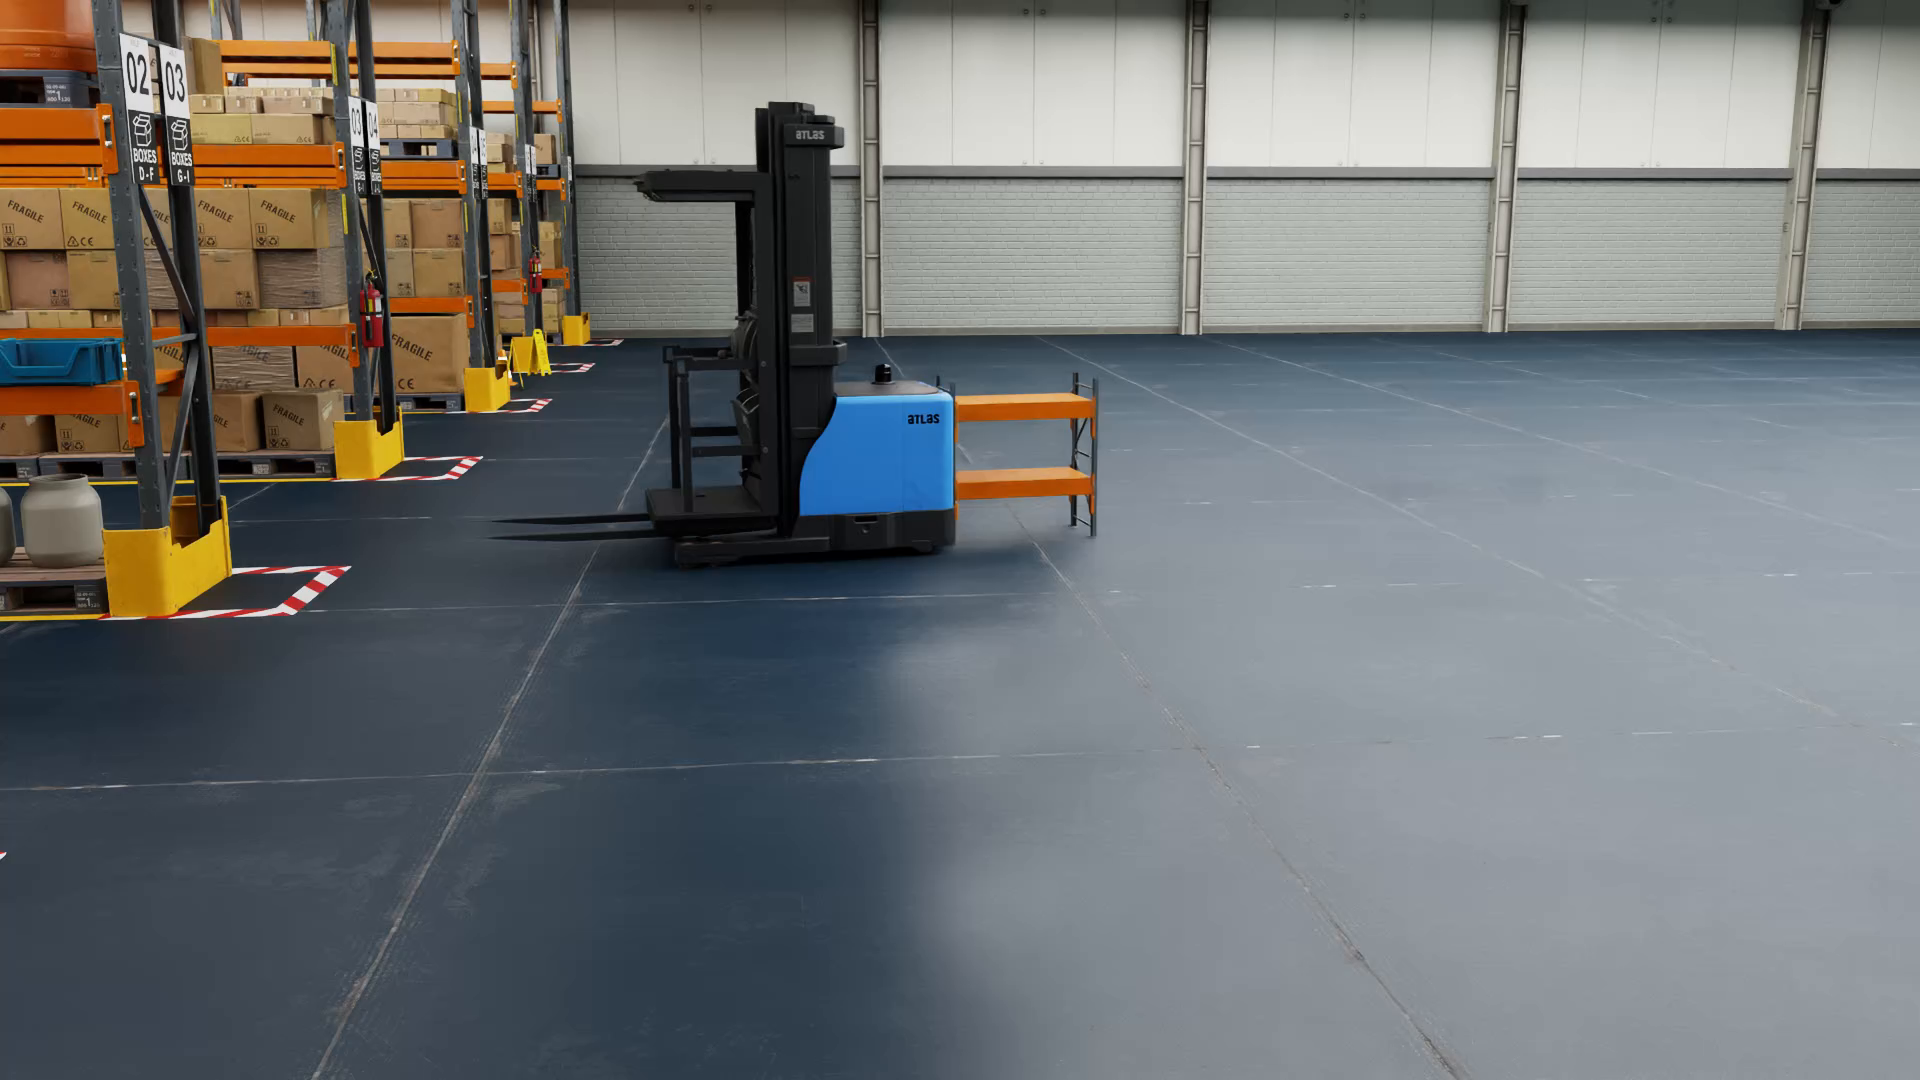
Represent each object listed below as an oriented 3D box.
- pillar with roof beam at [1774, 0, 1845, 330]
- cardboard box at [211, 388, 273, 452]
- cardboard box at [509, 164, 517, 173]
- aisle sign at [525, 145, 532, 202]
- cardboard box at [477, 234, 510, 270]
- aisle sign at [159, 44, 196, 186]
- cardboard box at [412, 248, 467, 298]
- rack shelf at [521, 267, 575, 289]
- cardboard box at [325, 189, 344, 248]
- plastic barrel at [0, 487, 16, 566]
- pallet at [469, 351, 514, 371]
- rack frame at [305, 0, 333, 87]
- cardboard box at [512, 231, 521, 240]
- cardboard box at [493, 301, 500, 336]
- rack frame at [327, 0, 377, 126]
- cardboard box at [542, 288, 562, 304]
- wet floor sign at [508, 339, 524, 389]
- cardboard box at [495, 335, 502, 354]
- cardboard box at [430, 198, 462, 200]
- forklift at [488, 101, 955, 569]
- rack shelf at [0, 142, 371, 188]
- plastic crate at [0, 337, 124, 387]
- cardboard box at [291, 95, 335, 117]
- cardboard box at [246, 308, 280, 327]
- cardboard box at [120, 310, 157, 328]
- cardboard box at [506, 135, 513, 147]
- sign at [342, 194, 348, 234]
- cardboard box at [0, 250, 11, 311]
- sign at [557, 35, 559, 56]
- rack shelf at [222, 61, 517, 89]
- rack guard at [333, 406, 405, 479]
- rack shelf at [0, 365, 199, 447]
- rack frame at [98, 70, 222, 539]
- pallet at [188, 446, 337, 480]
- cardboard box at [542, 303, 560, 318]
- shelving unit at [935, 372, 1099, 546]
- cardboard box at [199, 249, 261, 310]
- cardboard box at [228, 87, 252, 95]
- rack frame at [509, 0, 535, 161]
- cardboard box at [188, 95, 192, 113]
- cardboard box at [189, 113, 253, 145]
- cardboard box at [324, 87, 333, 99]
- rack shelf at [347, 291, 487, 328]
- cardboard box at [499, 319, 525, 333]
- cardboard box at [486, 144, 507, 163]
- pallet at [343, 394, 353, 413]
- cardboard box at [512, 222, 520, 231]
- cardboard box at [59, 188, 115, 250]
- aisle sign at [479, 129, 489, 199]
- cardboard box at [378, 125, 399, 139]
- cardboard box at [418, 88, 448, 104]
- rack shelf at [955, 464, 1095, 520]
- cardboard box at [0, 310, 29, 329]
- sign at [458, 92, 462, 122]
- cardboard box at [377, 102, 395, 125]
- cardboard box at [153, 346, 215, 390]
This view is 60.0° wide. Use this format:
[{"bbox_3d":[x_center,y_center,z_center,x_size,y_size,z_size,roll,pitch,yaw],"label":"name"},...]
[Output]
[{"bbox_3d":[16.745,-7.736,27.660,0.548,9.000,9.100,-1,11,-6],"label":"pillar with roof beam"},{"bbox_3d":[-6.394,-1.058,14.635,0.500,0.500,0.500,2,11,9],"label":"cardboard box"},{"bbox_3d":[-6.616,-5.412,24.265,0.250,0.149,0.380,-1,11,-6],"label":"cardboard box"},{"bbox_3d":[-6.158,-5.229,23.721,0.004,0.787,0.394,-1,11,-6],"label":"aisle sign"},{"bbox_3d":[-6.760,-4.139,23.883,0.500,0.500,0.500,-1,11,-7],"label":"cardboard box"},{"bbox_3d":[-4.606,-2.491,9.792,0.004,0.787,0.394,-1,11,-6],"label":"aisle sign"},{"bbox_3d":[-5.980,-3.118,19.332,0.550,0.550,0.875,-1,11,-6],"label":"cardboard box"},{"bbox_3d":[-8.779,-4.565,28.947,4.000,0.370,1.077,-1,11,-6],"label":"rack shelf"},{"bbox_3d":[-5.757,-2.834,14.654,0.500,0.500,0.500,-1,11,-6],"label":"cardboard box"},{"bbox_3d":[-5.790,-0.104,9.752,0.421,0.512,0.421,0,11,0],"label":"plastic barrel"},{"bbox_3d":[-7.138,-2.628,24.457,1.213,0.211,1.003,-1,11,-6],"label":"pallet"},{"bbox_3d":[-10.767,-7.820,28.087,0.127,3.000,1.000,-1,11,-6],"label":"rack frame"},{"bbox_3d":[-7.620,-5.261,28.684,0.250,0.149,0.380,-1,11,-5],"label":"cardboard box"},{"bbox_3d":[-7.106,-3.268,24.582,0.500,0.500,0.500,-2,11,-8],"label":"cardboard box"},{"bbox_3d":[-5.181,-5.051,14.002,0.127,3.000,1.000,-1,11,-6],"label":"rack frame"},{"bbox_3d":[-7.215,-4.238,28.865,0.500,0.250,0.500,-1,11,-4],"label":"cardboard box"},{"bbox_3d":[-5.801,-2.286,21.592,0.232,0.644,0.267,-3,12,-16],"label":"wet floor sign"},{"bbox_3d":[-7.083,-2.901,24.657,0.500,0.250,0.500,-1,11,-7],"label":"cardboard box"},{"bbox_3d":[-7.239,-4.632,23.800,0.500,0.500,0.700,-1,11,-6],"label":"cardboard box"},{"bbox_3d":[-1.605,-1.367,10.991,3.031,2.935,1.130,-3,11,-14],"label":"forklift"},{"bbox_3d":[-7.169,-3.185,14.149,4.000,0.370,1.077,-1,11,-6],"label":"rack shelf"},{"bbox_3d":[-5.111,-1.017,9.419,0.616,0.251,0.499,-1,11,-6],"label":"plastic crate"},{"bbox_3d":[-5.423,-3.636,13.934,0.250,0.149,0.380,-1,11,-6],"label":"cardboard box"},{"bbox_3d":[-5.933,-1.918,14.271,0.250,0.149,0.380,-1,11,-6],"label":"cardboard box"},{"bbox_3d":[-6.921,-1.887,14.112,0.250,0.149,0.380,-1,11,-6],"label":"cardboard box"},{"bbox_3d":[-6.626,-5.779,24.067,0.250,0.149,0.380,-1,11,-6],"label":"cardboard box"},{"bbox_3d":[-5.140,-2.724,13.895,0.005,0.325,0.100,-1,11,-6],"label":"sign"},{"bbox_3d":[-8.202,-2.220,14.125,0.500,0.500,0.875,-1,11,-6],"label":"cardboard box"},{"bbox_3d":[-6.746,-8.296,27.882,0.005,0.325,0.100,-1,11,-6],"label":"sign"},{"bbox_3d":[-8.239,-6.555,23.527,4.000,0.370,1.077,-1,11,-6],"label":"rack shelf"},{"bbox_3d":[-5.256,-0.879,14.814,0.348,0.500,1.175,-1,11,-6],"label":"rack guard"},{"bbox_3d":[-6.634,-0.763,9.607,4.000,0.370,1.077,-1,11,-6],"label":"rack shelf"},{"bbox_3d":[-4.646,-1.158,9.750,0.127,3.000,1.000,-1,11,-6],"label":"rack frame"},{"bbox_3d":[-6.068,-0.727,14.790,1.213,0.211,1.003,-1,11,-6],"label":"pallet"},{"bbox_3d":[-7.241,-3.992,28.910,0.500,0.250,0.500,-1,11,-7],"label":"cardboard box"},{"bbox_3d":[0.391,-0.584,11.691,1.048,1.125,0.538,-3,11,-14],"label":"shelving unit"},{"bbox_3d":[-6.214,-2.263,14.341,0.500,0.500,0.875,-1,11,-6],"label":"cardboard box"},{"bbox_3d":[-7.929,-4.942,18.457,0.250,0.149,0.380,-1,11,-6],"label":"cardboard box"},{"bbox_3d":[-6.251,-6.952,23.669,0.127,3.000,1.000,-1,11,-6],"label":"rack frame"},{"bbox_3d":[-6.461,-3.635,13.930,0.250,0.149,0.380,-1,11,-5],"label":"cardboard box"},{"bbox_3d":[-6.128,-3.436,13.952,0.500,0.250,0.500,-1,11,-6],"label":"cardboard box"},{"bbox_3d":[-6.923,-4.963,18.565,0.250,0.149,0.380,-1,11,-6],"label":"cardboard box"},{"bbox_3d":[-7.604,-2.666,19.288,4.000,0.370,1.077,-1,11,-6],"label":"rack shelf"},{"bbox_3d":[-7.719,-3.738,28.913,0.500,0.250,0.500,-1,11,-6],"label":"cardboard box"},{"bbox_3d":[-6.730,-5.490,23.627,0.500,0.250,0.500,-1,11,-7],"label":"cardboard box"},{"bbox_3d":[-7.612,-1.636,19.412,1.213,0.211,1.003,-1,11,-6],"label":"pallet"},{"bbox_3d":[-7.623,-5.403,28.635,0.250,0.149,0.380,-1,11,-5],"label":"cardboard box"},{"bbox_3d":[-7.192,-2.704,13.993,0.500,0.500,0.500,-1,11,-6],"label":"cardboard box"},{"bbox_3d":[-5.578,-4.395,19.480,0.004,0.787,0.394,-1,11,-6],"label":"aisle sign"},{"bbox_3d":[-6.415,-4.582,18.695,0.250,0.149,0.380,-1,11,-5],"label":"cardboard box"},{"bbox_3d":[-5.914,-4.984,18.671,0.250,0.149,0.380,-1,11,-6],"label":"cardboard box"},{"bbox_3d":[0.391,-0.344,11.738,1.000,0.278,0.538,-3,11,-14],"label":"rack shelf"},{"bbox_3d":[-7.915,-1.865,14.000,0.250,0.149,0.380,-1,11,-6],"label":"cardboard box"},{"bbox_3d":[-5.571,-4.824,18.532,0.005,0.325,0.100,-1,11,-6],"label":"sign"},{"bbox_3d":[-6.570,-4.786,18.700,0.500,0.250,0.500,-1,11,-6],"label":"cardboard box"},{"bbox_3d":[-8.959,-2.141,19.169,0.875,0.875,0.875,-1,11,-5],"label":"cardboard box"}]
